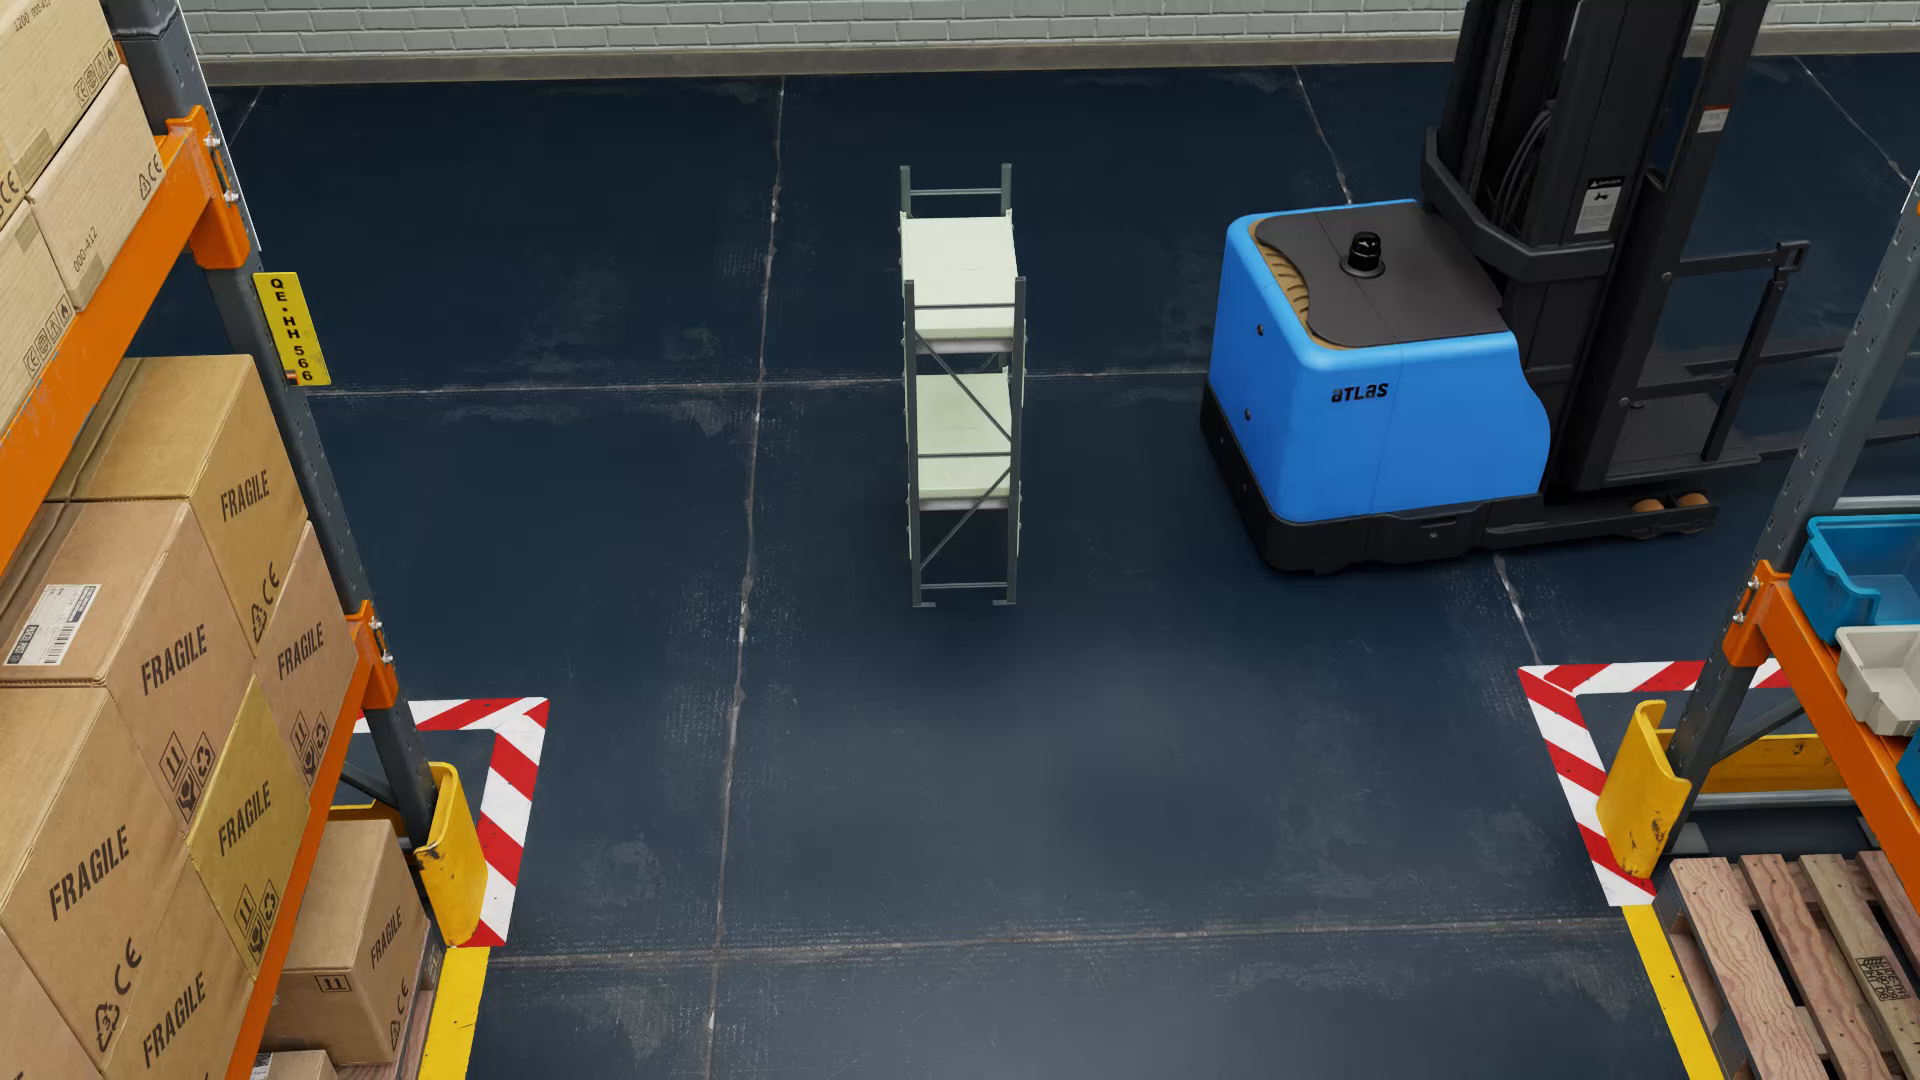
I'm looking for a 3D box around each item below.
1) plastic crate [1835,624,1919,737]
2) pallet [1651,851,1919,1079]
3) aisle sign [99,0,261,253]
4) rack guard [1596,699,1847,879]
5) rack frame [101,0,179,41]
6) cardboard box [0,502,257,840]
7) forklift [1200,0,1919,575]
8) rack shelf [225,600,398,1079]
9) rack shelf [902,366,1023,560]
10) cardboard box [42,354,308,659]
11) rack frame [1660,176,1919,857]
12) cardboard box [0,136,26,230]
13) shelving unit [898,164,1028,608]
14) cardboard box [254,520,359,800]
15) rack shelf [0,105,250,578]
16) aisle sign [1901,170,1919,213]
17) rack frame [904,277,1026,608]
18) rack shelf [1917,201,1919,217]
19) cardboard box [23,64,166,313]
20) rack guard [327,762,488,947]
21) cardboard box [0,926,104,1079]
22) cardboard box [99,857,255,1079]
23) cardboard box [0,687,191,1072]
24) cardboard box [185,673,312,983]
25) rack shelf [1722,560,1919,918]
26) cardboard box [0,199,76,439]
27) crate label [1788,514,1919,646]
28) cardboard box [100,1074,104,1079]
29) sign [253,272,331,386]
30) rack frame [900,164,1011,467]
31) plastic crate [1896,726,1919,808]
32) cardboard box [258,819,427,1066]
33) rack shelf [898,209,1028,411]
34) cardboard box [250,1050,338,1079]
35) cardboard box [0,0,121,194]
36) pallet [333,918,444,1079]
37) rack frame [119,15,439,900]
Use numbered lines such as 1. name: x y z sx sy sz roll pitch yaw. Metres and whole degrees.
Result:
1. plastic crate: 2.407 0.374 4.273 0.250 0.136 0.298 -2 43 -2
2. pallet: 2.791 1.490 4.968 1.003 0.211 1.213 -2 43 -2
3. aisle sign: -1.852 -0.969 3.664 0.394 0.787 0.004 -2 43 -2
4. rack guard: 2.780 0.810 5.497 1.175 0.500 0.348 -2 43 -2
5. rack frame: -2.155 -2.168 2.455 1.000 3.000 0.127 -2 43 -2
6. cardboard box: -1.839 0.272 3.420 0.500 0.500 0.500 -1 43 -1
7. forklift: 2.605 -1.429 6.140 3.031 2.935 1.130 -7 43 -8
8. rack shelf: -2.070 1.659 3.252 1.077 0.370 4.000 -2 43 -2
9. rack shelf: 0.000 -0.308 6.459 0.431 0.370 0.720 -2 43 -2
10. cardboard box: -1.861 -0.069 3.792 0.500 0.500 0.500 -2 43 -2
11. rack frame: 2.794 -0.096 4.635 1.000 3.000 0.127 -2 43 -2
12. cardboard box: -1.857 -0.514 2.612 0.500 0.250 0.500 -2 43 -2
13. shelving unit: 0.000 -0.548 6.238 0.431 1.500 0.755 -2 43 -2
14. cardboard box: -1.864 0.301 4.127 0.500 0.500 0.500 0 43 0
15. rack shelf: -2.070 0.553 2.239 1.077 0.370 4.000 -2 43 -2
16. aisle sign: 2.495 -1.094 3.800 0.394 0.787 0.004 -2 43 -2
17. rack frame: 0.016 -0.301 5.969 0.400 1.500 0.023 -2 43 -2
18. rack shelf: 2.879 0.414 2.391 1.077 0.370 4.000 -2 43 -2
19. cardboard box: -1.869 -0.667 3.149 0.500 0.250 0.500 -2 43 -2
20. rack guard: -2.151 1.016 5.271 1.175 0.500 0.348 -2 43 -2
21. cardboard box: -1.790 0.968 2.660 0.500 0.500 0.500 0 43 0
22. cardboard box: -1.822 0.989 3.378 0.500 0.500 0.500 -1 43 -1
23. cardboard box: -1.812 0.622 3.038 0.500 0.500 0.500 -1 43 -1
24. cardboard box: -1.838 0.652 3.745 0.500 0.500 0.500 -1 43 -1
25. rack shelf: 2.879 1.519 3.405 1.077 0.370 4.000 -2 43 -2
26. cardboard box: -1.859 -0.330 2.781 0.500 0.250 0.500 -2 43 -2
27. crate label: 2.476 0.120 4.479 0.416 0.233 0.303 -2 43 -2
28. cardboard box: -1.801 1.329 3.007 0.500 0.500 0.500 -2 43 -2
29. sign: -1.599 -0.502 3.987 0.100 0.325 0.005 -2 43 -2
30. rack frame: -0.015 -0.795 6.508 0.400 1.500 0.023 -2 43 -2
31. plastic crate: 2.504 0.564 3.994 0.416 0.233 0.300 -2 43 -2
32. cardboard box: -1.885 1.163 4.786 0.500 0.500 0.500 -2 43 -2
33. rack shelf: 0.000 -0.836 5.975 0.431 0.370 0.720 -2 43 -2
34. cardboard box: -1.958 1.562 4.597 0.380 0.166 0.250 -2 43 -2
35. cardboard box: -1.878 -0.852 2.980 0.500 0.250 0.500 -2 43 -2
36. pallet: -2.117 1.661 4.782 1.003 0.211 1.213 -2 43 -2
37. rack frame: -2.155 0.044 4.482 1.000 3.000 0.127 -2 43 -2
